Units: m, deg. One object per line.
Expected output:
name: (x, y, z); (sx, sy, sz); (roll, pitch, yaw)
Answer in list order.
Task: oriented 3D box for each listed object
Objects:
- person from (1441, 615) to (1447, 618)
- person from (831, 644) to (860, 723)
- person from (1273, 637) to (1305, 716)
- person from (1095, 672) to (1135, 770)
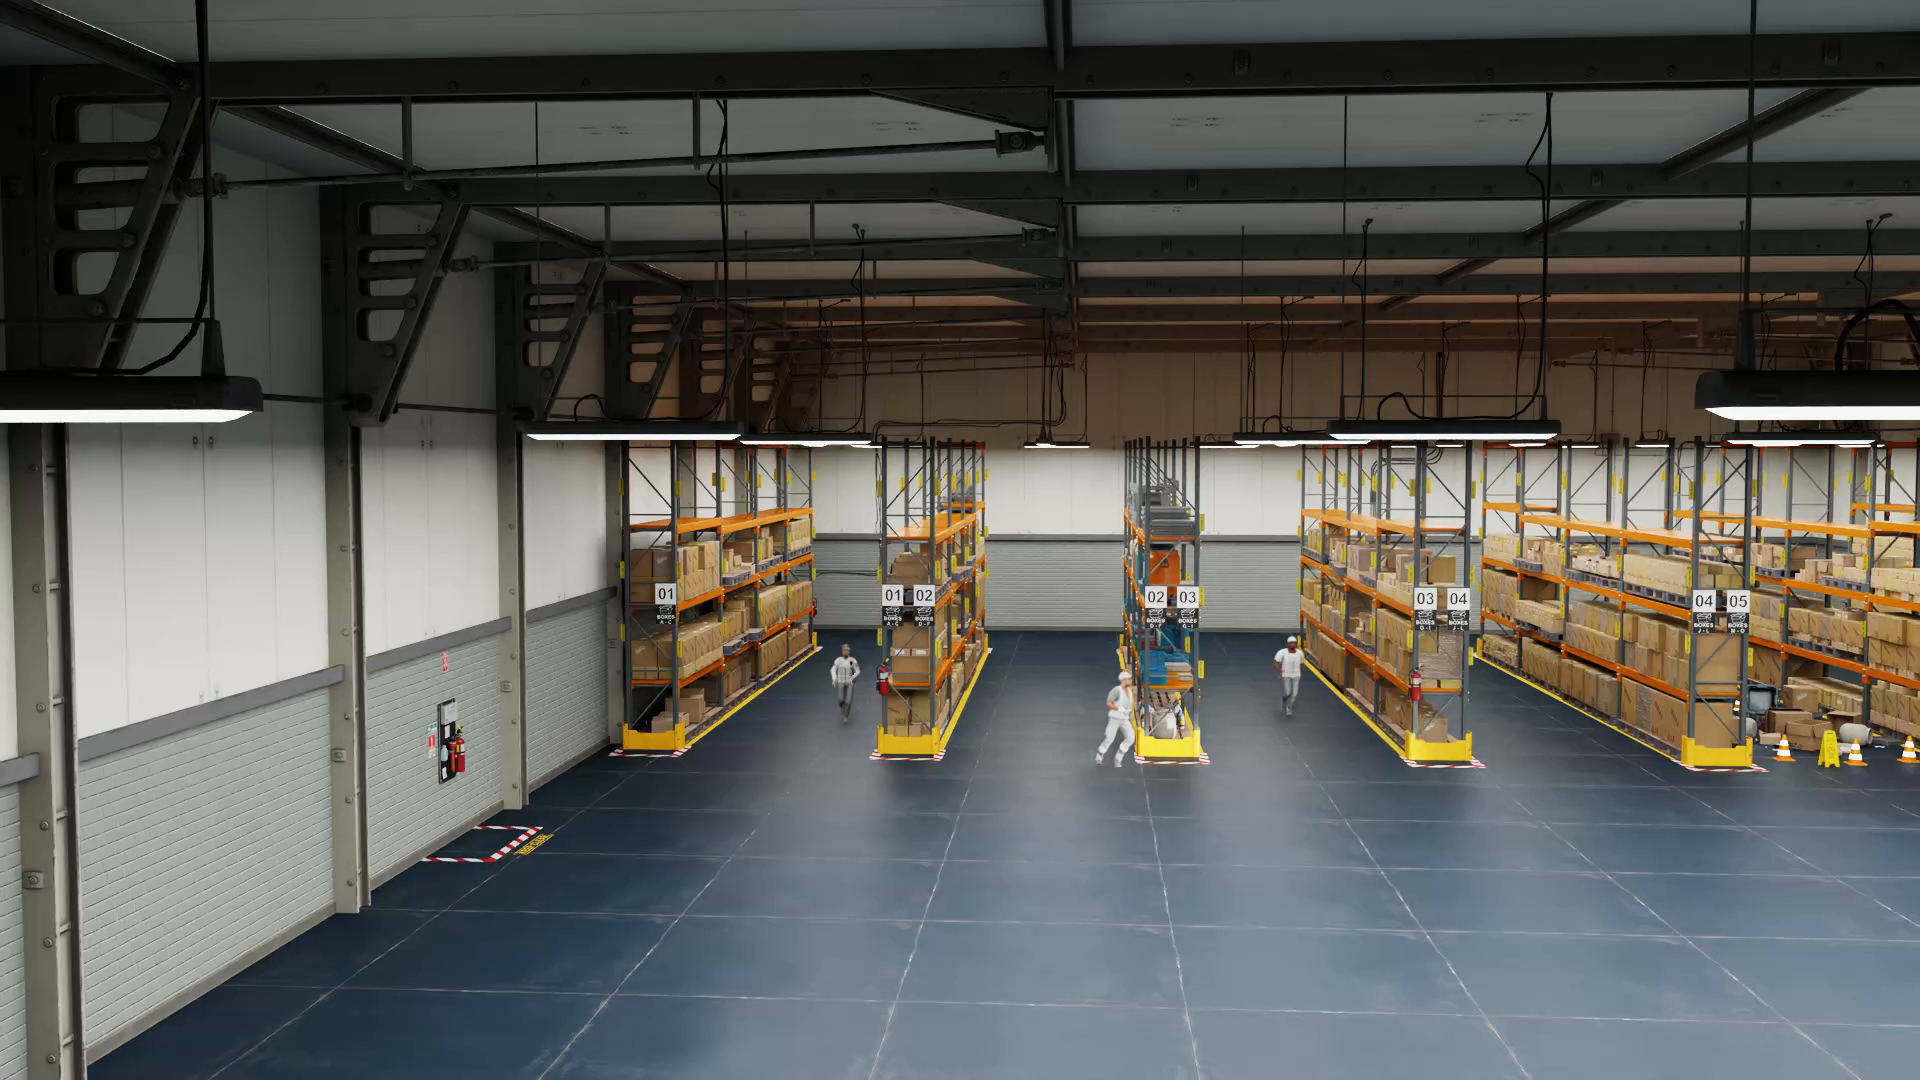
person: (13.083, 2.465, 44.755); (0.753, 1.714, 0.580); (0, 3, 5)
person: (-2.418, 3.024, 35.166); (0.622, 1.661, 0.548); (0, 3, -3)
person: (7.131, 2.939, 35.820); (0.676, 1.720, 0.571); (0, 3, -6)
person: (2.900, 3.258, 30.144); (0.786, 1.739, 0.723); (-2, 4, -37)
